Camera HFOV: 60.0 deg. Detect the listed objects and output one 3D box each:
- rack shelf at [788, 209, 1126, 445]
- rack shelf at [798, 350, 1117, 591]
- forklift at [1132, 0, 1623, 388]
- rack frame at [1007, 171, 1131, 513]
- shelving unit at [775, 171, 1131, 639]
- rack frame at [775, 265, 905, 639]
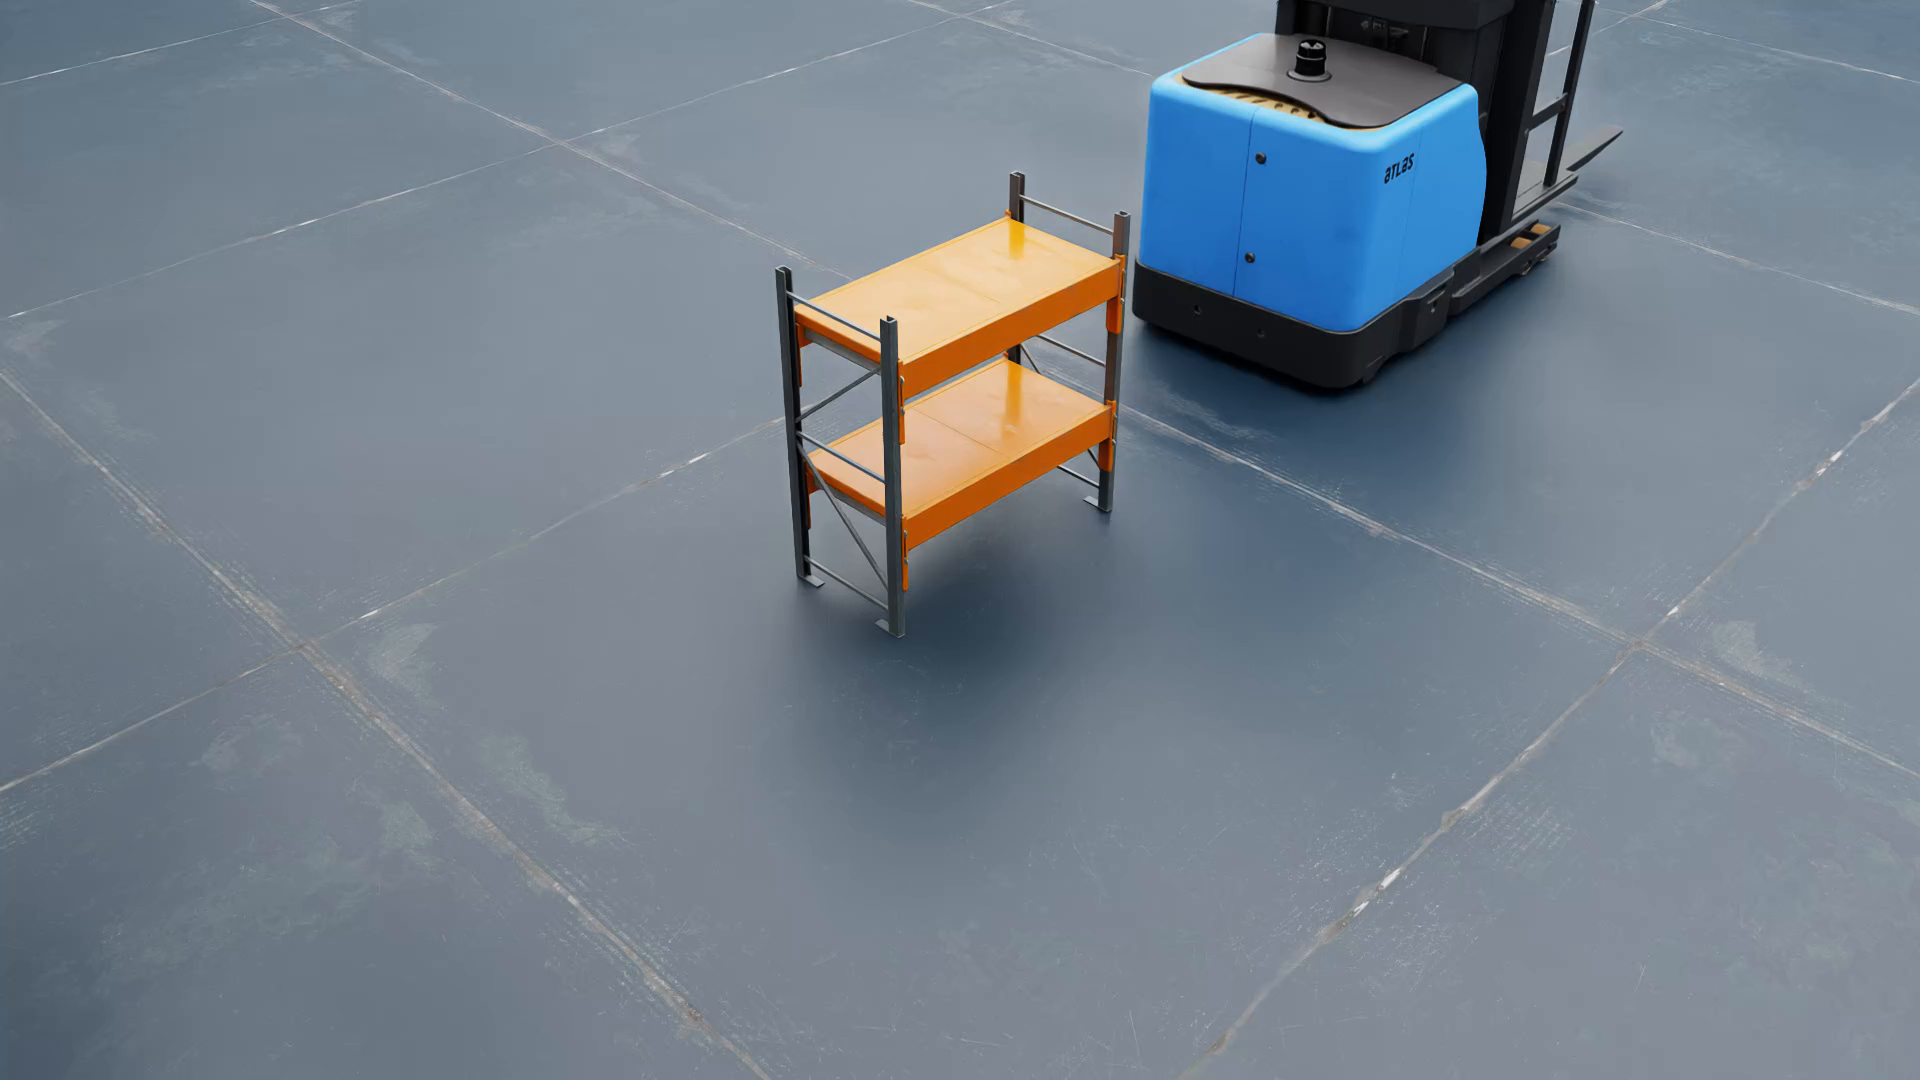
[{"bbox_3d":[-0.005,-0.699,5.257,0.538,0.278,1.000,30,45,35],"label":"rack shelf"},{"bbox_3d":[-0.005,-0.258,5.564,0.538,0.278,1.000,30,45,35],"label":"rack shelf"},{"bbox_3d":[2.072,-2.557,6.855,1.130,2.935,3.031,27,43,33],"label":"forklift"},{"bbox_3d":[0.353,-0.665,5.720,0.500,1.125,0.032,30,45,35],"label":"rack frame"},{"bbox_3d":[-0.005,-0.459,5.424,0.538,1.125,1.048,30,45,35],"label":"shelving unit"},{"bbox_3d":[-0.363,-0.252,5.128,0.500,1.125,0.032,30,45,35],"label":"rack frame"}]
